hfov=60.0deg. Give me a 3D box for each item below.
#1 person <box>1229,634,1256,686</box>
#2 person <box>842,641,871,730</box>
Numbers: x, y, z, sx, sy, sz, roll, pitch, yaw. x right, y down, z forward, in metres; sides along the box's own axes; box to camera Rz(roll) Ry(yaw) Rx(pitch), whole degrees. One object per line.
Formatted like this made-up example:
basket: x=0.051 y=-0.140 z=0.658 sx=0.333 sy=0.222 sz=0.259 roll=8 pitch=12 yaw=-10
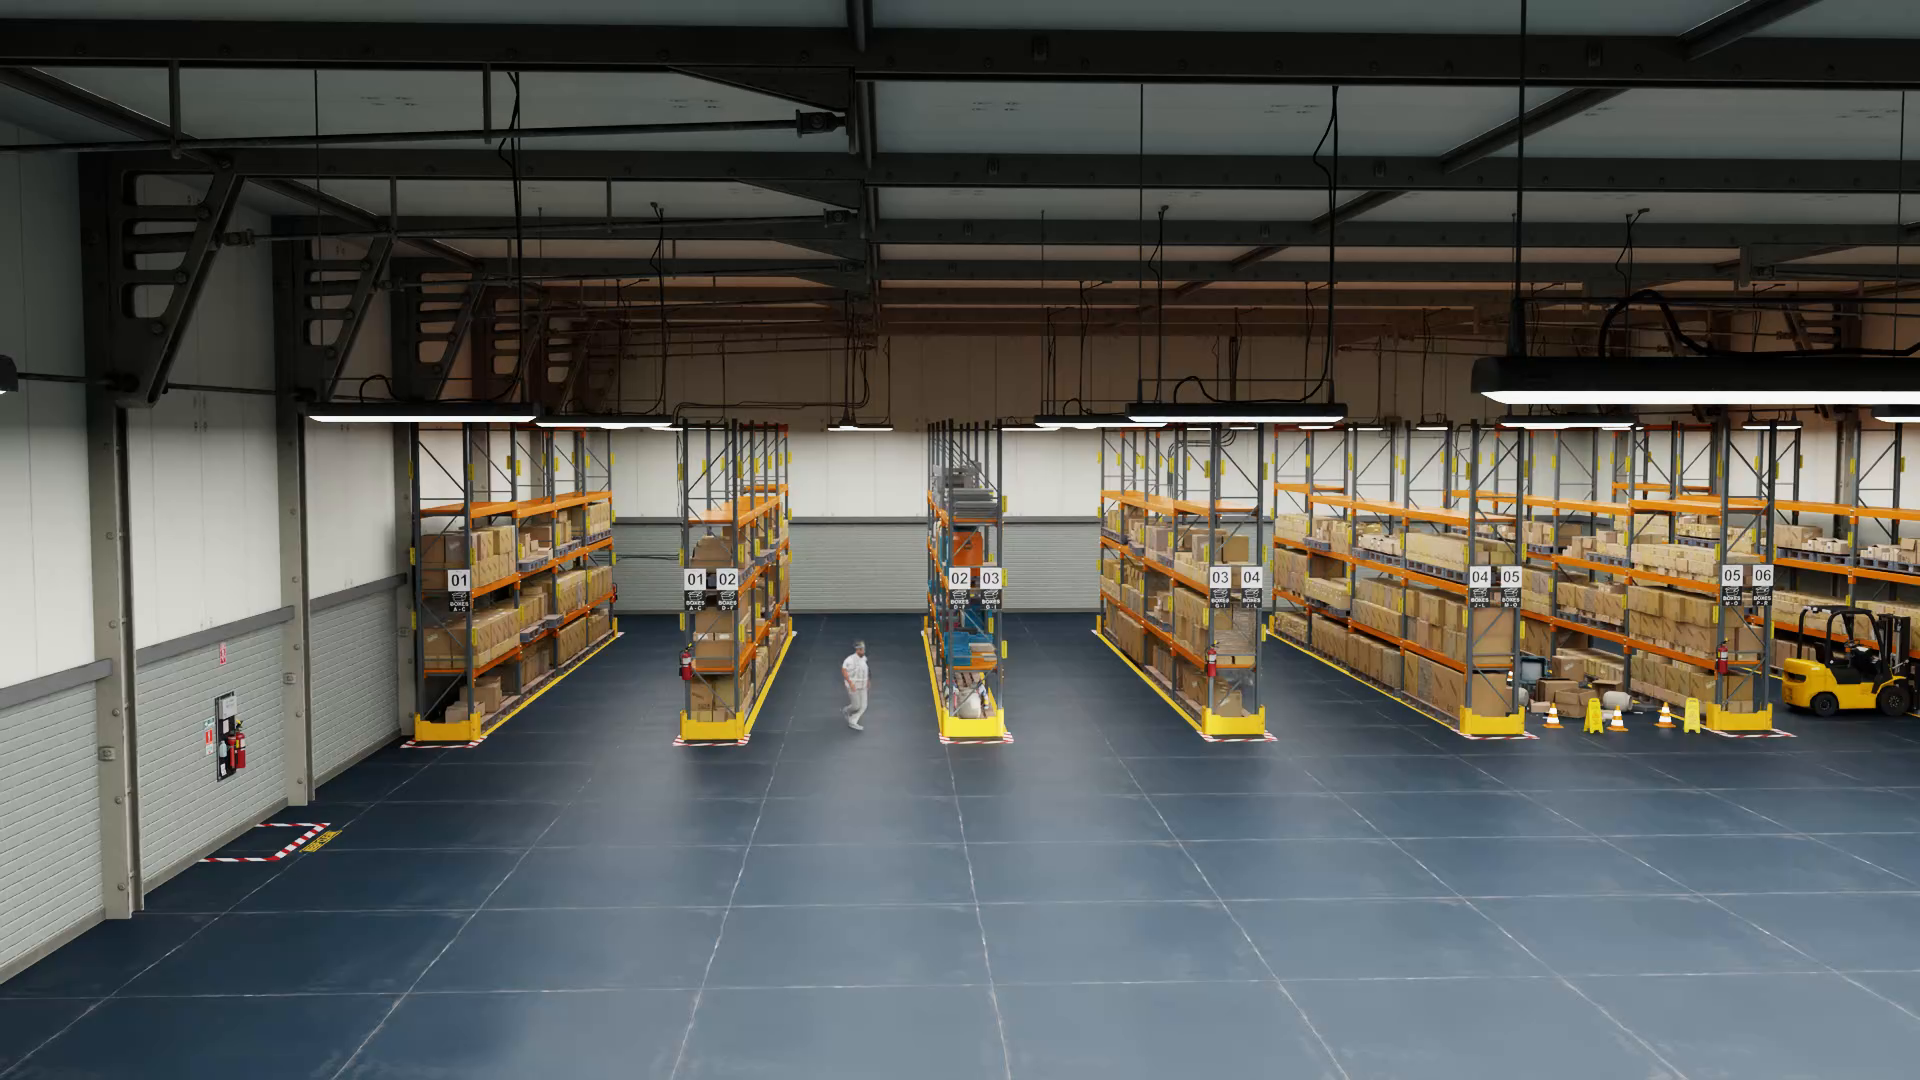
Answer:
person: x=6.510 y=2.515 z=37.984 sx=0.670 sy=1.619 sz=0.812 roll=0 pitch=4 yaw=4
person: x=-2.054 y=2.807 z=32.293 sx=0.660 sy=1.719 sz=0.572 roll=-3 pitch=5 yaw=-43
